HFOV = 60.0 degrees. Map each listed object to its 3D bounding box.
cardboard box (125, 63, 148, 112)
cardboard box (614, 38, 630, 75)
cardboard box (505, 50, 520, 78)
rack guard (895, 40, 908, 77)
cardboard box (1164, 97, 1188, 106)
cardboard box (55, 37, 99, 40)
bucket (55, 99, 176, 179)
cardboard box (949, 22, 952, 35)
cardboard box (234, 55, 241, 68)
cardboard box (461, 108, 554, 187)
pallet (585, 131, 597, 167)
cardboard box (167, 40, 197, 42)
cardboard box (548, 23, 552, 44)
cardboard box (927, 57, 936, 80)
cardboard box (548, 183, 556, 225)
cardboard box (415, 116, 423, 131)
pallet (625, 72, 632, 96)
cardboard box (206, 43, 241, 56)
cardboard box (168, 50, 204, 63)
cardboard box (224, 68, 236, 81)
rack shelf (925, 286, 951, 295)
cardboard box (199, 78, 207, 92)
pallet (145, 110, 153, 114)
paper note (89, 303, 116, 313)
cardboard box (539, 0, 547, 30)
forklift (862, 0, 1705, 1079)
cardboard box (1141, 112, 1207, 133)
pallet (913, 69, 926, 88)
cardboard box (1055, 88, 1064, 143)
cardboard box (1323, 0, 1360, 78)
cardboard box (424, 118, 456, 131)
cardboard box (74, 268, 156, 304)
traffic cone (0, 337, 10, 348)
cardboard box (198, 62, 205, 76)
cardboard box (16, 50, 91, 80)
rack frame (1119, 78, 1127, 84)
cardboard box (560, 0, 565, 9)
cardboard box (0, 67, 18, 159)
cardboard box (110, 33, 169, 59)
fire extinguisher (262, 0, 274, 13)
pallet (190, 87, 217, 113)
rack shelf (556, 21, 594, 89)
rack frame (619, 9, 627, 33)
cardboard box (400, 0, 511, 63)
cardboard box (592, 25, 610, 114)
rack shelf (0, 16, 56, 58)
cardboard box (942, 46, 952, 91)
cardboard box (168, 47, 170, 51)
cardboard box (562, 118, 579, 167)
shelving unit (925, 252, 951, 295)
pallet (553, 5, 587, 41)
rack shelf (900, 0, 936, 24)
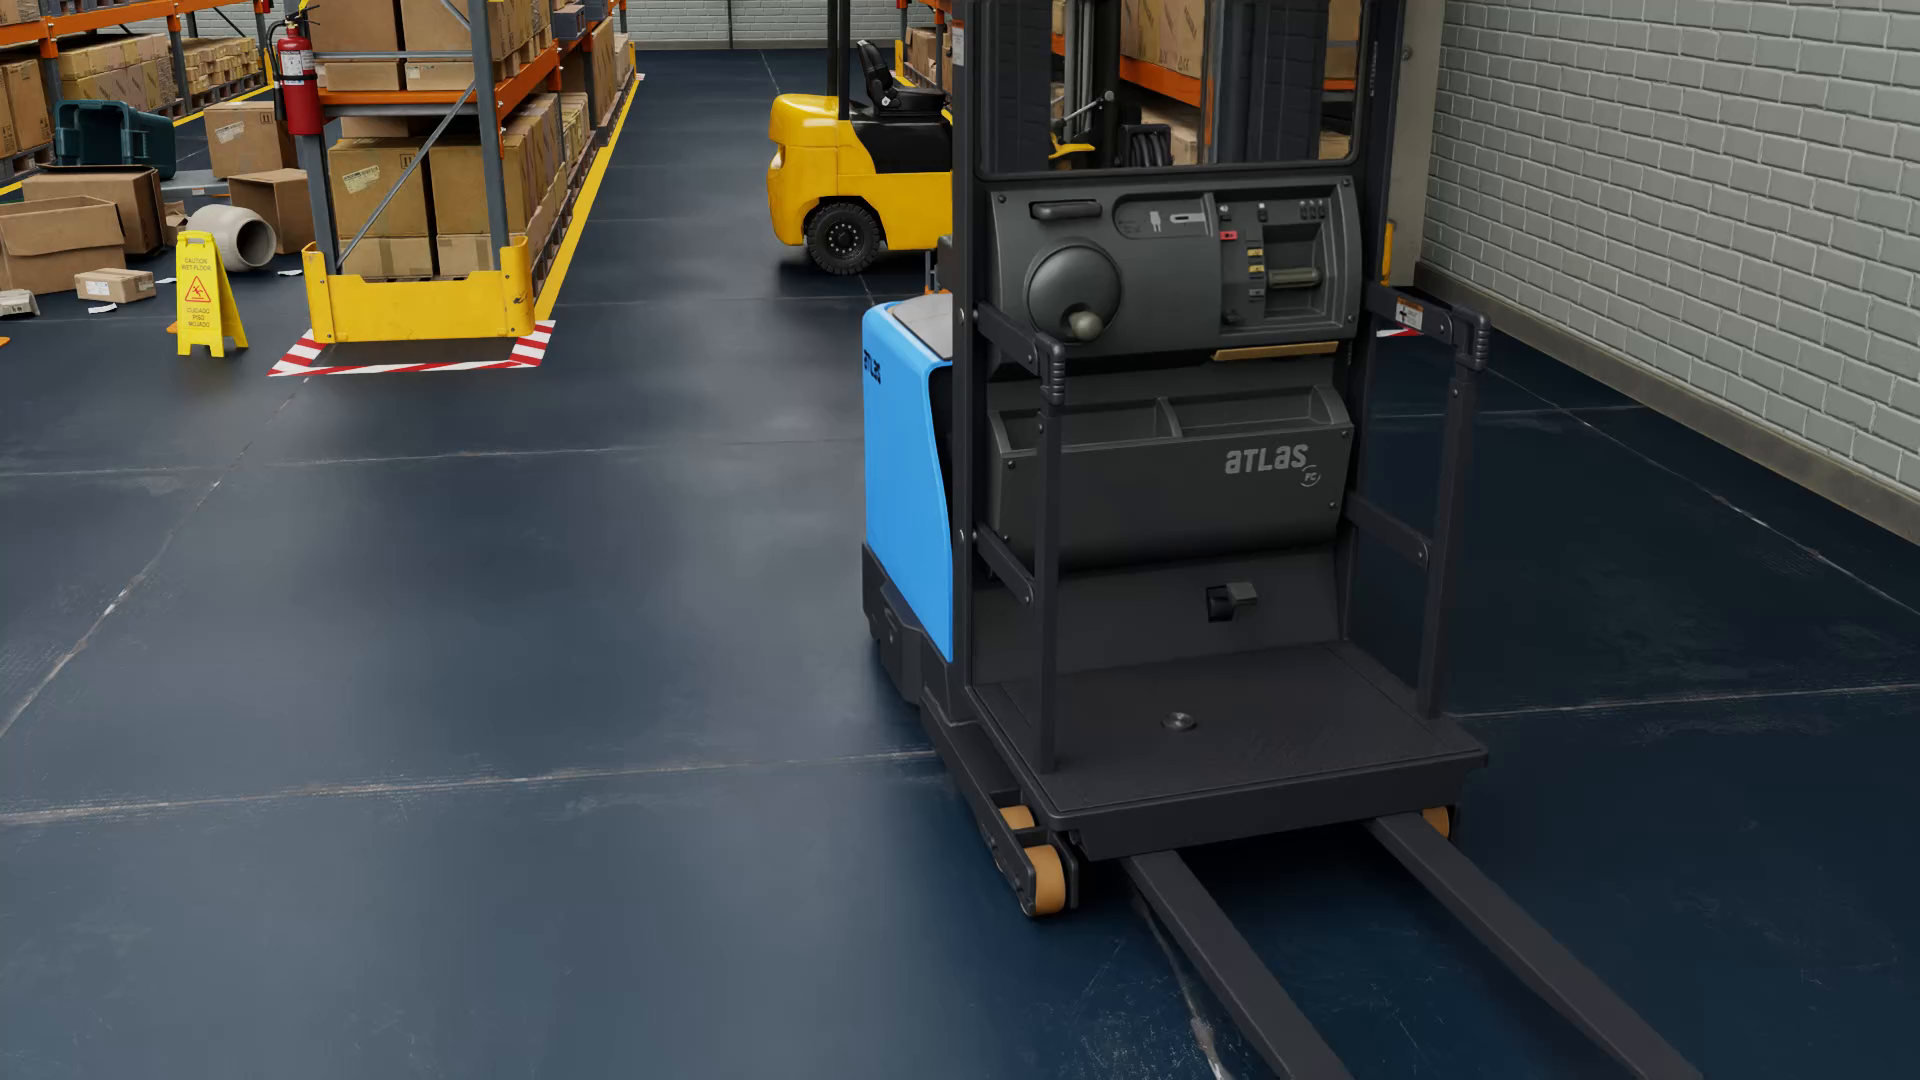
[{"bbox_3d":[-9.093,-4.838,17.854,0.500,0.500,0.500,-3,21,-9],"label":"cardboard box"},{"bbox_3d":[-4.950,-6.537,22.494,0.875,0.438,0.875,-2,21,-6],"label":"cardboard box"},{"bbox_3d":[-2.822,-2.824,9.850,0.380,0.149,0.250,-3,21,-7],"label":"cardboard box"},{"bbox_3d":[-0.362,-7.135,24.605,1.175,0.500,0.348,-3,21,-8],"label":"rack guard"},{"bbox_3d":[1.766,-3.043,11.978,0.500,0.250,0.500,-3,21,-7],"label":"cardboard box"},{"bbox_3d":[-9.668,-5.335,18.113,0.500,0.250,0.500,-2,21,-6],"label":"cardboard box"},{"bbox_3d":[-6.138,-2.889,12.170,0.726,0.611,0.620,4,11,11],"label":"bucket"},{"bbox_3d":[0.076,-6.191,20.126,0.380,0.149,0.250,-4,21,-10],"label":"cardboard box"},{"bbox_3d":[-9.646,-6.270,21.765,0.380,0.149,0.250,-3,21,-7],"label":"cardboard box"},{"bbox_3d":[-3.054,-2.642,11.261,0.500,0.500,0.500,-2,21,-5],"label":"cardboard box"},{"bbox_3d":[-4.020,-3.734,15.912,1.003,0.211,1.213,-3,21,-8],"label":"pallet"},{"bbox_3d":[-10.361,-6.554,22.102,0.380,0.149,0.250,-3,21,-8],"label":"cardboard box"},{"bbox_3d":[-3.207,-3.712,12.228,0.380,0.149,0.250,-3,21,-8],"label":"cardboard box"},{"bbox_3d":[-0.219,-6.165,21.743,0.396,0.266,0.258,-2,21,-6],"label":"cardboard box"},{"bbox_3d":[-3.048,-2.283,11.372,0.500,0.250,0.500,-3,21,-7],"label":"cardboard box"},{"bbox_3d":[-3.504,-2.580,10.167,0.380,0.149,0.250,-3,21,-7],"label":"cardboard box"},{"bbox_3d":[-4.919,-6.080,22.193,1.003,0.211,1.213,-3,21,-8],"label":"pallet"},{"bbox_3d":[-9.631,-6.409,21.713,0.380,0.149,0.250,-2,21,-6],"label":"cardboard box"},{"bbox_3d":[-9.563,-5.953,20.493,0.380,0.149,0.250,-3,21,-9],"label":"cardboard box"},{"bbox_3d":[-9.629,-6.040,21.575,0.380,0.149,0.250,-3,21,-7],"label":"cardboard box"},{"bbox_3d":[-0.008,-0.766,5.986,0.215,0.259,0.240,-3,21,-8],"label":"rack shelf"},{"bbox_3d":[-9.365,-5.507,20.147,0.380,0.149,0.250,-2,21,-6],"label":"cardboard box"},{"bbox_3d":[-9.299,-4.412,17.727,1.003,0.211,1.213,-3,21,-8],"label":"pallet"},{"bbox_3d":[-5.084,-1.377,9.859,0.148,0.019,0.142,-11,23,-26],"label":"paper note"},{"bbox_3d":[-3.164,-3.793,11.516,0.500,0.500,0.500,-2,21,-6],"label":"cardboard box"},{"bbox_3d":[0.587,-0.650,3.768,1.130,2.935,3.031,-6,21,-15],"label":"forklift"},{"bbox_3d":[1.396,-2.664,10.963,0.500,0.250,0.500,-3,21,-7],"label":"cardboard box"},{"bbox_3d":[-0.074,-6.302,22.788,1.003,0.211,1.213,-3,21,-8],"label":"pallet"},{"bbox_3d":[1.270,-3.442,13.938,0.875,0.625,0.625,-2,21,-5],"label":"cardboard box"},{"bbox_3d":[2.136,-3.025,9.885,0.500,0.500,0.500,-2,21,-6],"label":"cardboard box"},{"bbox_3d":[-3.496,-2.421,10.668,0.500,0.500,0.500,-3,21,-9],"label":"cardboard box"},{"bbox_3d":[-5.166,-1.557,10.173,0.380,0.149,0.250,8,22,20],"label":"cardboard box"},{"bbox_3d":[-5.366,-1.263,8.936,0.336,0.463,0.334,-3,21,-8],"label":"traffic cone"},{"bbox_3d":[-9.560,-5.813,20.541,0.380,0.149,0.250,-4,21,-11],"label":"cardboard box"},{"bbox_3d":[-8.875,-4.654,16.291,0.500,0.250,0.500,-4,21,-10],"label":"cardboard box"},{"bbox_3d":[1.356,-4.178,13.114,1.000,3.000,0.127,-3,21,-8],"label":"rack frame"},{"bbox_3d":[-3.349,-4.299,13.199,0.380,0.149,0.250,-2,21,-7],"label":"cardboard box"},{"bbox_3d":[-8.887,-3.651,14.320,1.050,0.750,0.750,-3,21,-7],"label":"cardboard box"},{"bbox_3d":[-9.234,-5.543,18.671,0.500,0.250,0.500,-3,21,-9],"label":"cardboard box"},{"bbox_3d":[-9.748,-7.696,23.177,0.296,0.674,0.183,-3,21,-8],"label":"fire extinguisher"},{"bbox_3d":[-9.724,-5.336,20.200,1.003,0.211,1.213,-3,21,-8],"label":"pallet"},{"bbox_3d":[-3.843,-4.281,14.420,1.077,0.370,4.000,-3,21,-8],"label":"rack shelf"},{"bbox_3d":[-5.285,-8.081,23.565,1.000,3.000,0.127,-3,21,-8],"label":"rack frame"},{"bbox_3d":[-2.772,-2.905,9.139,0.500,0.500,0.500,-3,21,-9],"label":"cardboard box"},{"bbox_3d":[-4.273,-5.065,17.926,0.875,0.875,0.875,-3,21,-7],"label":"cardboard box"},{"bbox_3d":[-8.727,-3.997,13.658,1.077,0.370,4.000,-3,21,-8],"label":"rack shelf"},{"bbox_3d":[0.050,-5.794,20.415,0.500,0.500,0.500,-2,21,-5],"label":"cardboard box"},{"bbox_3d":[-10.161,-6.109,20.909,0.380,0.149,0.250,-4,21,-10],"label":"cardboard box"},{"bbox_3d":[-3.740,-3.322,13.979,0.950,0.372,0.625,-2,21,-4],"label":"cardboard box"},{"bbox_3d":[-0.008,-0.510,6.082,0.215,1.050,0.252,-3,21,-8],"label":"shelving unit"},{"bbox_3d":[-3.521,-4.108,13.202,1.003,0.211,1.213,-3,21,-8],"label":"pallet"},{"bbox_3d":[-0.085,-7.303,22.510,1.077,0.370,4.000,-3,21,-8],"label":"rack shelf"}]
